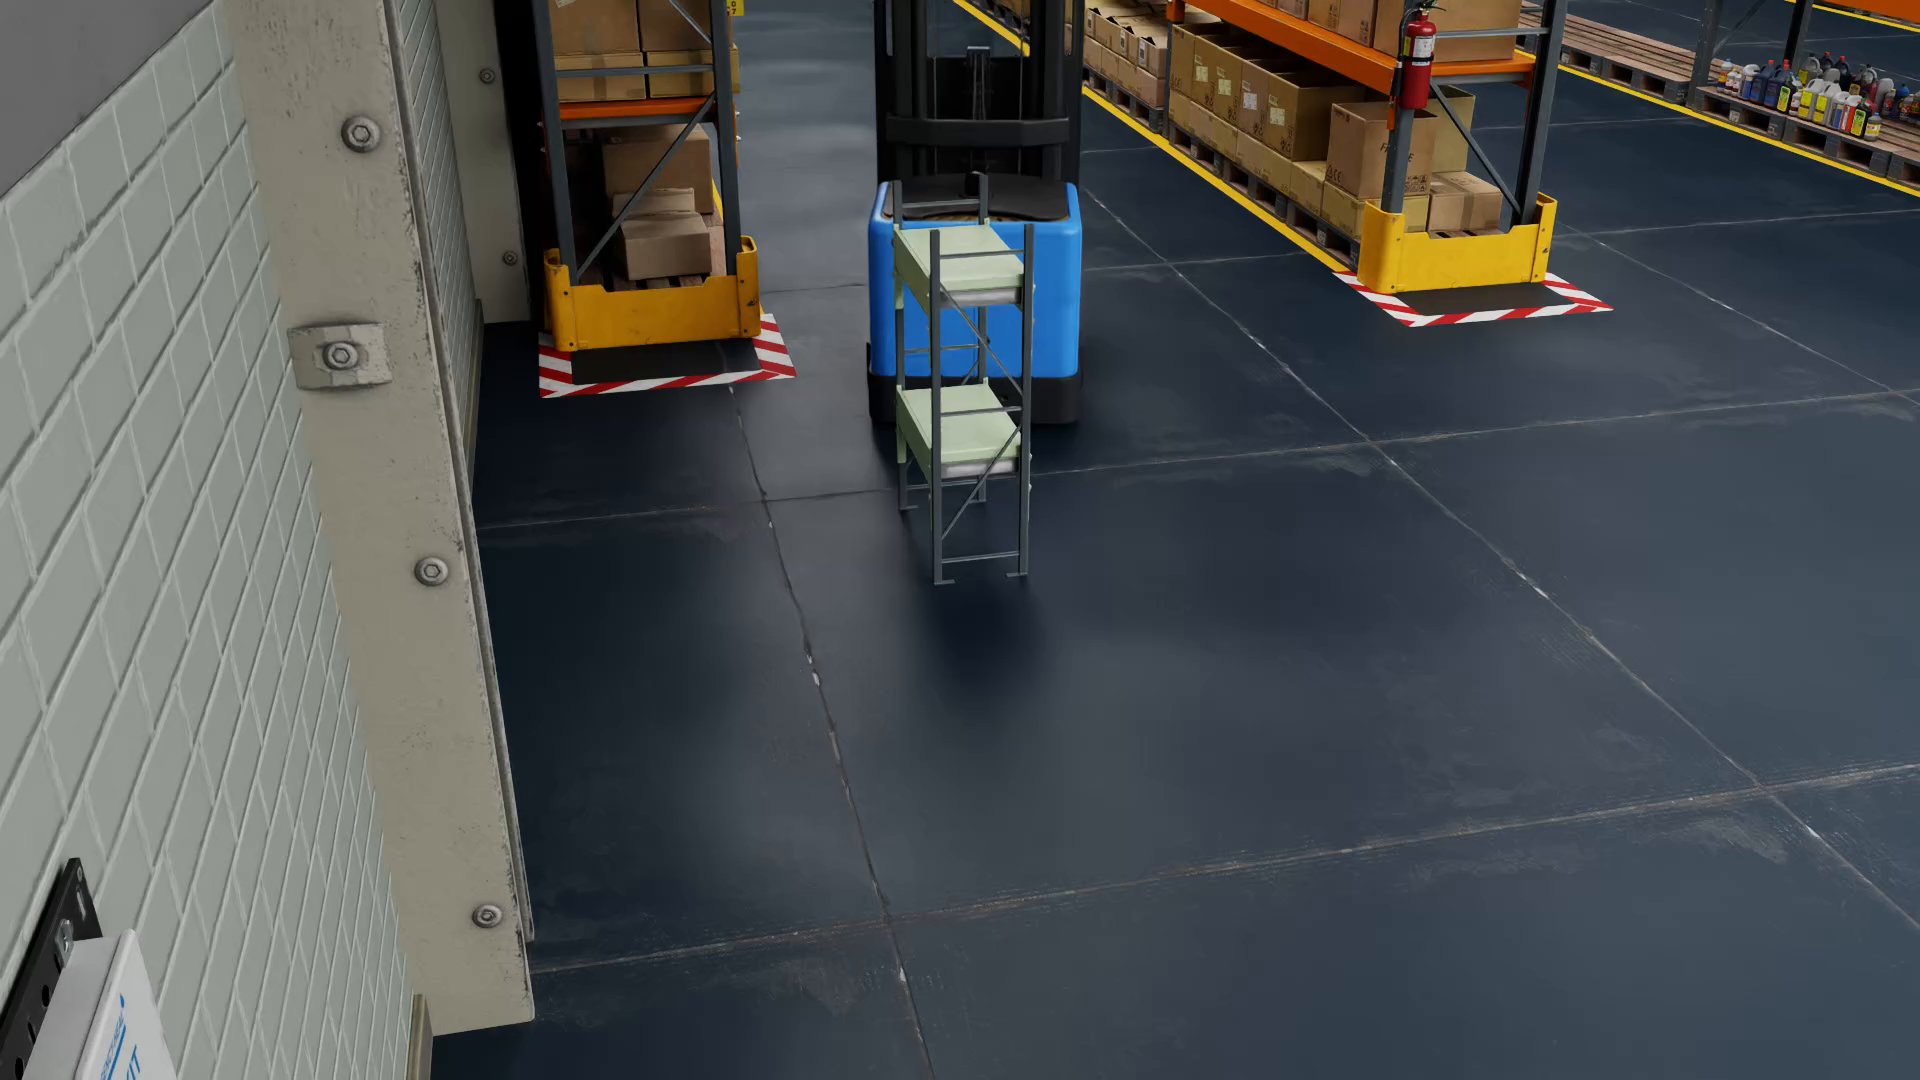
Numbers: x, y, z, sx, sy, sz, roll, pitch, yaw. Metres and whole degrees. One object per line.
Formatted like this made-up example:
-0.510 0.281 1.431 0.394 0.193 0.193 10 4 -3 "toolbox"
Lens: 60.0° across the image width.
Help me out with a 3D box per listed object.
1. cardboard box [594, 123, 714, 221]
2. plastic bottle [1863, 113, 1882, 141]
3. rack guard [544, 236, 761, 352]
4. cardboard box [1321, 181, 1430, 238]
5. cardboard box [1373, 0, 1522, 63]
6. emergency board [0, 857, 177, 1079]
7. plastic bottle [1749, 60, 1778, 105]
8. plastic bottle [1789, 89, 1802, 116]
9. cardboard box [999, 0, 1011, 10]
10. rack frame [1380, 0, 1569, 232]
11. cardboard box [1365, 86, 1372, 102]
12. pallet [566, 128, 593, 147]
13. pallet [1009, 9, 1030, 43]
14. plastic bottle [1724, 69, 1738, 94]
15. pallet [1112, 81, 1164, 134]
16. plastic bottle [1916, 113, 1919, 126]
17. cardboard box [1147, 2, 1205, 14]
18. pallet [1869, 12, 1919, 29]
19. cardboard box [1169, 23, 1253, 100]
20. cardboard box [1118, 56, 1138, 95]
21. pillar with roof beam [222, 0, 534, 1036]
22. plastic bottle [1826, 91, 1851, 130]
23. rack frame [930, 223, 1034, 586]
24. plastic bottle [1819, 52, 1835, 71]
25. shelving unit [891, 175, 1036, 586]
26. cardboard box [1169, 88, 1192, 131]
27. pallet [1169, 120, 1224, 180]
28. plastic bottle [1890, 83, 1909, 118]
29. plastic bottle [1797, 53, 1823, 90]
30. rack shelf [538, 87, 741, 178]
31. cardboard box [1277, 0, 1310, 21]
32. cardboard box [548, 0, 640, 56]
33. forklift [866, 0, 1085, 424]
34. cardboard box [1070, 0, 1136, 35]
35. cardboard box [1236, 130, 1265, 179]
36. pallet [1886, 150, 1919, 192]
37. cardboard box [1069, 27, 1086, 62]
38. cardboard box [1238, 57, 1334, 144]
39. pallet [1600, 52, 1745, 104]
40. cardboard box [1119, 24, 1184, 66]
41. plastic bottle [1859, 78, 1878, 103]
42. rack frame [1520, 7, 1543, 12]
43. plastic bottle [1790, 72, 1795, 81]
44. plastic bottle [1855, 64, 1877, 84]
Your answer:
-2.041 -2.464 11.089 0.700 0.500 0.500 -8 28 -15 "cardboard box"
7.084 -3.209 12.895 0.097 0.201 0.097 0 27 0 "plastic bottle"
-1.745 -1.411 9.491 1.175 0.500 0.348 -6 27 -12 "rack guard"
2.689 -2.164 10.793 0.500 0.250 0.500 -6 27 -12 "cardboard box"
3.005 -3.249 10.247 0.700 0.500 0.500 -6 27 -12 "cardboard box"
-0.856 1.010 1.921 0.194 1.169 0.643 -6 27 -12 "emergency board"
6.801 -3.873 14.046 0.144 0.351 0.185 -5 27 -10 "plastic bottle"
6.884 -3.597 13.664 0.097 0.201 0.097 0 27 0 "plastic bottle"
0.739 -6.205 18.500 0.500 0.500 0.500 -7 28 -13 "cardboard box"
3.098 -2.998 9.861 1.000 3.000 0.127 -6 27 -12 "rack frame"
2.954 -2.989 11.595 0.500 0.500 0.500 -6 27 -12 "cardboard box"
-2.806 -3.346 13.646 1.003 0.211 1.213 -6 27 -12 "pallet"
1.163 -5.597 18.105 1.003 0.211 1.213 -6 27 -12 "pallet"
6.691 -3.974 14.411 0.097 0.201 0.097 0 27 0 "plastic bottle"
1.992 -3.829 14.602 1.003 0.211 1.213 -6 27 -12 "pallet"
7.742 -3.456 13.308 0.097 0.271 0.097 0 27 0 "plastic bottle"
1.998 -4.846 15.485 0.500 0.311 0.500 -5 27 -10 "cardboard box"
11.122 -5.927 18.758 1.003 0.211 1.213 -6 27 -12 "pallet"
1.996 -3.814 13.230 0.500 0.500 0.500 -6 27 -12 "cardboard box"
1.708 -4.089 14.608 0.500 0.250 0.500 -6 27 -12 "cardboard box"
2.818 -3.194 3.592 9.100 9.000 0.400 -6 27 -12 "pillar with roof beam"
7.022 -3.416 13.224 0.152 0.276 0.135 -7 28 -13 "plastic bottle"
0.084 -0.506 6.588 0.400 1.500 0.023 -6 27 -12 "rack frame"
7.449 -4.016 14.329 0.144 0.351 0.185 -7 28 -13 "plastic bottle"
0.002 -0.667 6.906 0.431 1.500 0.755 -6 27 -12 "shelving unit"
2.005 -3.480 13.401 0.500 0.250 0.500 -6 27 -12 "cardboard box"
2.335 -3.156 13.269 1.003 0.211 1.213 -6 27 -12 "pallet"
7.674 -3.589 13.571 0.097 0.271 0.097 0 27 0 "plastic bottle"
7.309 -4.001 14.300 0.144 0.351 0.185 -6 27 -12 "plastic bottle"
-2.178 -3.050 10.763 1.077 0.370 4.000 -6 27 -12 "rack shelf"
2.653 -3.928 11.593 0.700 0.500 0.500 -5 27 -10 "cardboard box"
-2.041 -2.956 9.089 0.500 0.500 0.500 -6 27 -12 "cardboard box"
0.105 -2.504 8.958 1.130 2.935 3.031 1 27 1 "forklift"
1.366 -5.007 15.804 0.500 0.311 0.500 -7 28 -13 "cardboard box"
2.339 -2.821 12.095 0.500 0.250 0.500 -6 27 -12 "cardboard box"
7.684 -2.641 12.247 1.003 0.211 1.213 -6 27 -12 "pallet"
1.364 -4.762 15.942 0.500 0.250 0.500 -7 28 -13 "cardboard box"
2.336 -3.155 11.926 0.500 0.500 0.500 -6 27 -12 "cardboard box"
6.808 -4.352 15.637 1.003 0.211 1.213 -6 27 -12 "pallet"
1.702 -4.341 14.485 0.500 0.311 0.500 -5 27 -10 "cardboard box"
7.494 -3.677 13.733 0.061 0.283 0.133 -6 27 -12 "plastic bottle"
6.122 -7.012 17.813 1.000 3.000 0.127 -6 27 -12 "rack frame"
6.951 -3.786 13.962 0.097 0.271 0.097 0 27 0 "plastic bottle"
7.565 -3.790 13.881 0.144 0.351 0.185 -6 27 -12 "plastic bottle"
